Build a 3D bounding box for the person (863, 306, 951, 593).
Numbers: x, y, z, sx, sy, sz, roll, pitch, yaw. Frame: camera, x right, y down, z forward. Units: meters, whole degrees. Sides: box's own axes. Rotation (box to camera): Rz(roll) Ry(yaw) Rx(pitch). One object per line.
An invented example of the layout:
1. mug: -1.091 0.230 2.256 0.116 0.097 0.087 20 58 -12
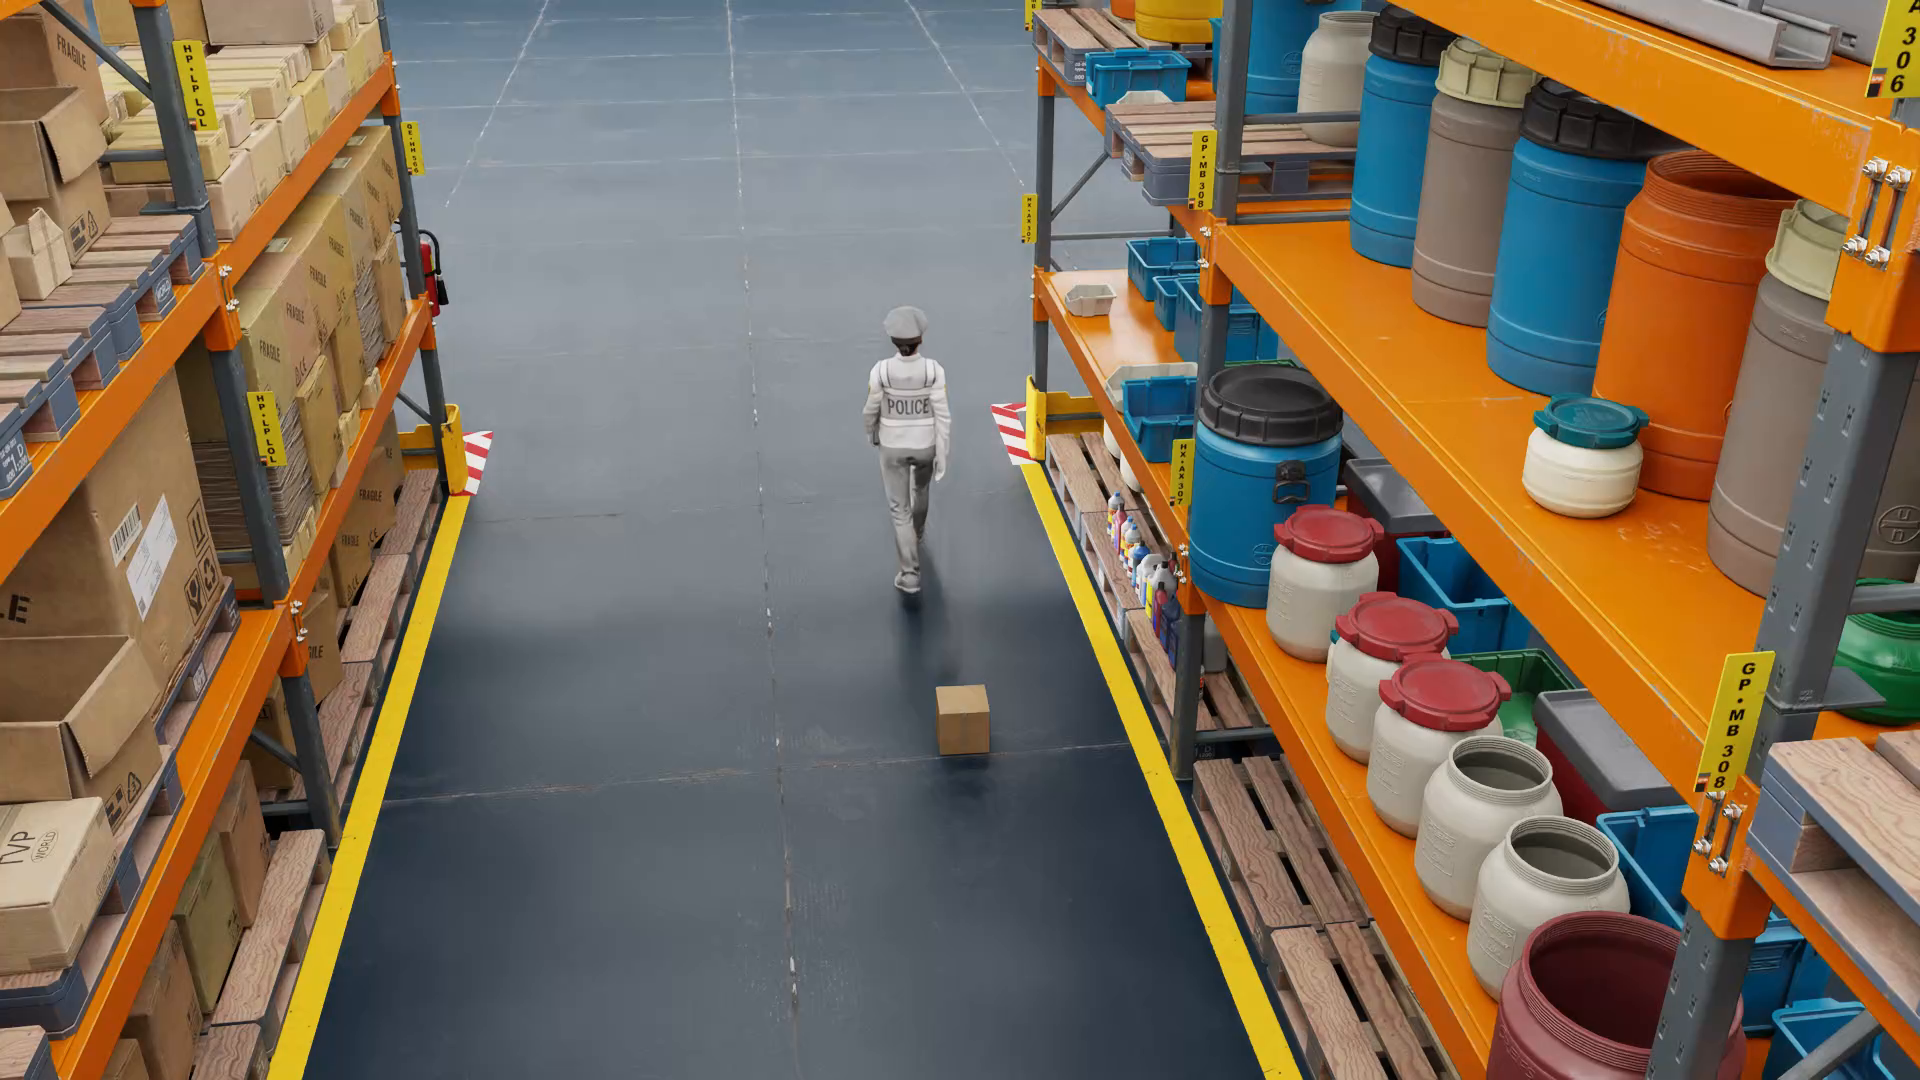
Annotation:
1. person: -0.318 -0.581 9.697 0.490 1.630 1.028 -5 28 -9
